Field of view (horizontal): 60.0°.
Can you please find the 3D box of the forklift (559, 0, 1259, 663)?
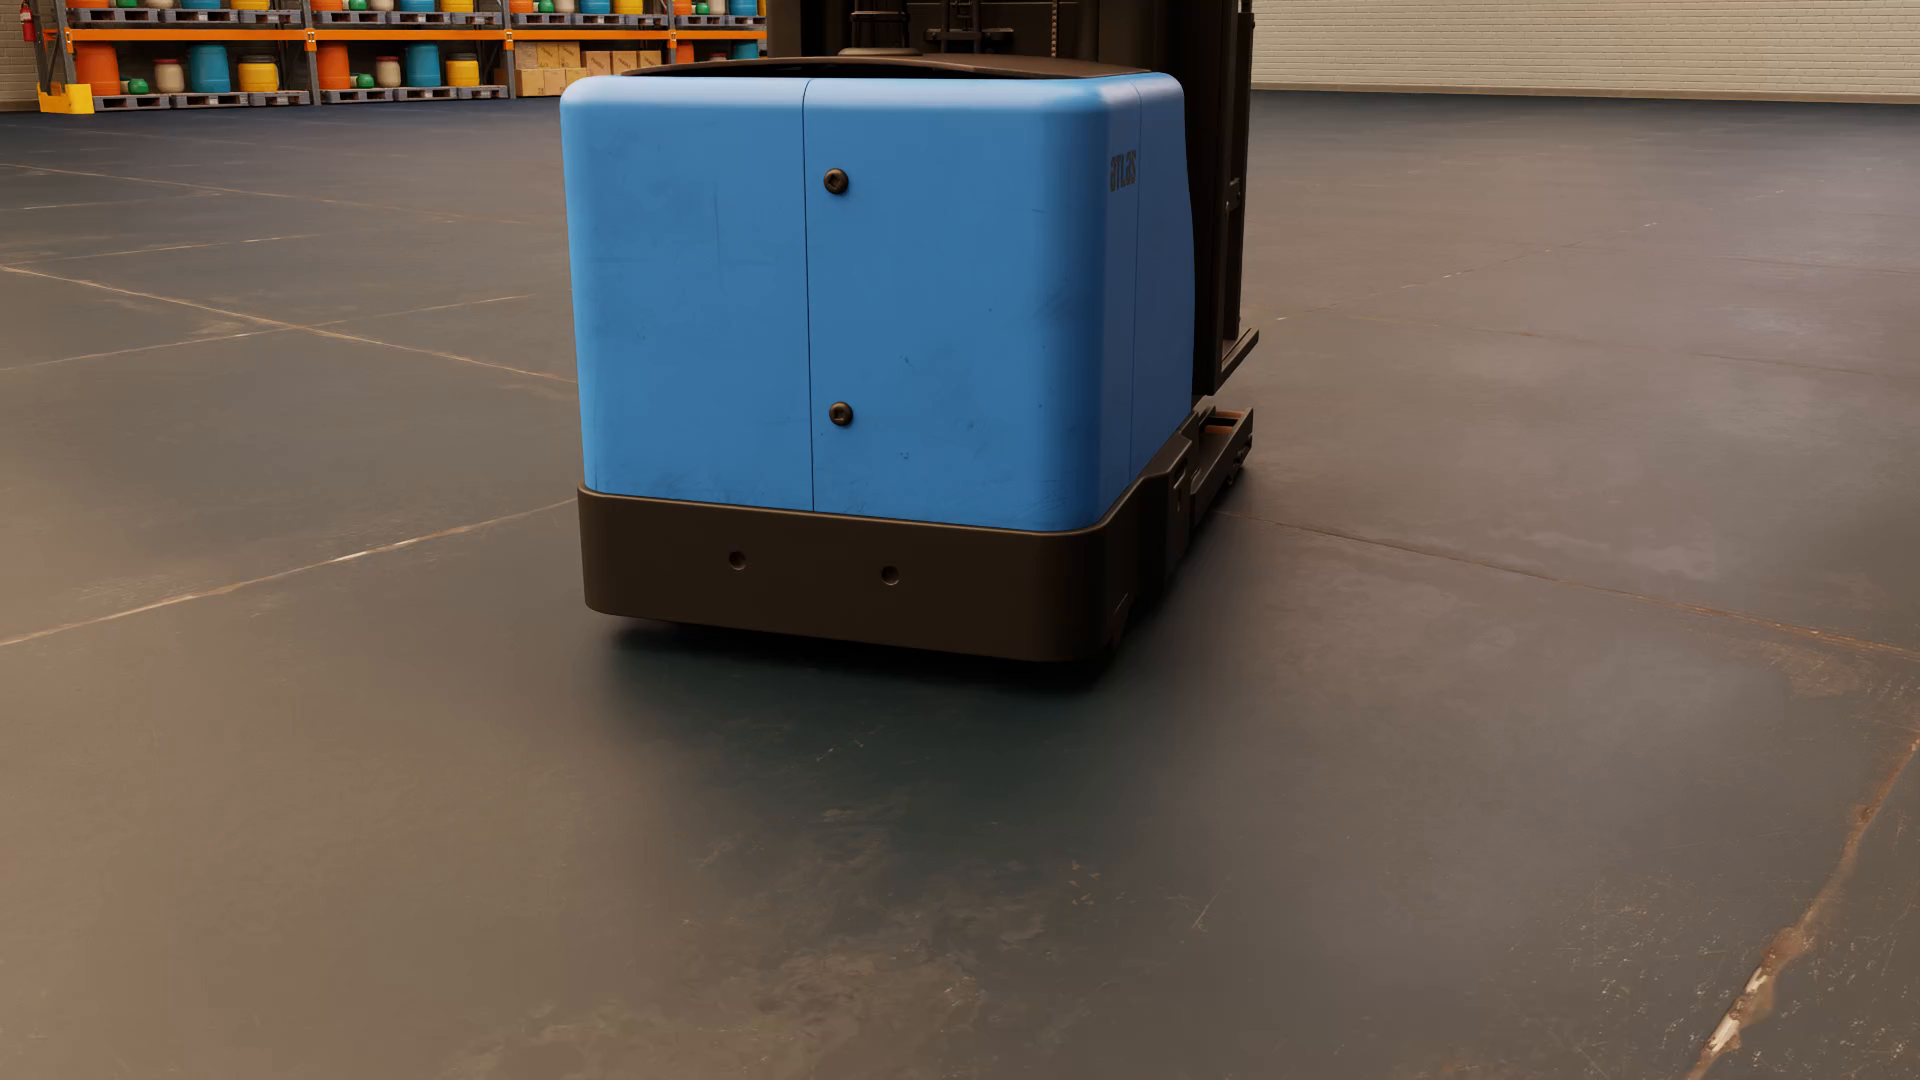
[{"bbox_3d":[0.182,-1.571,4.072,1.130,2.935,3.031,5,18,17],"label":"forklift"}]
